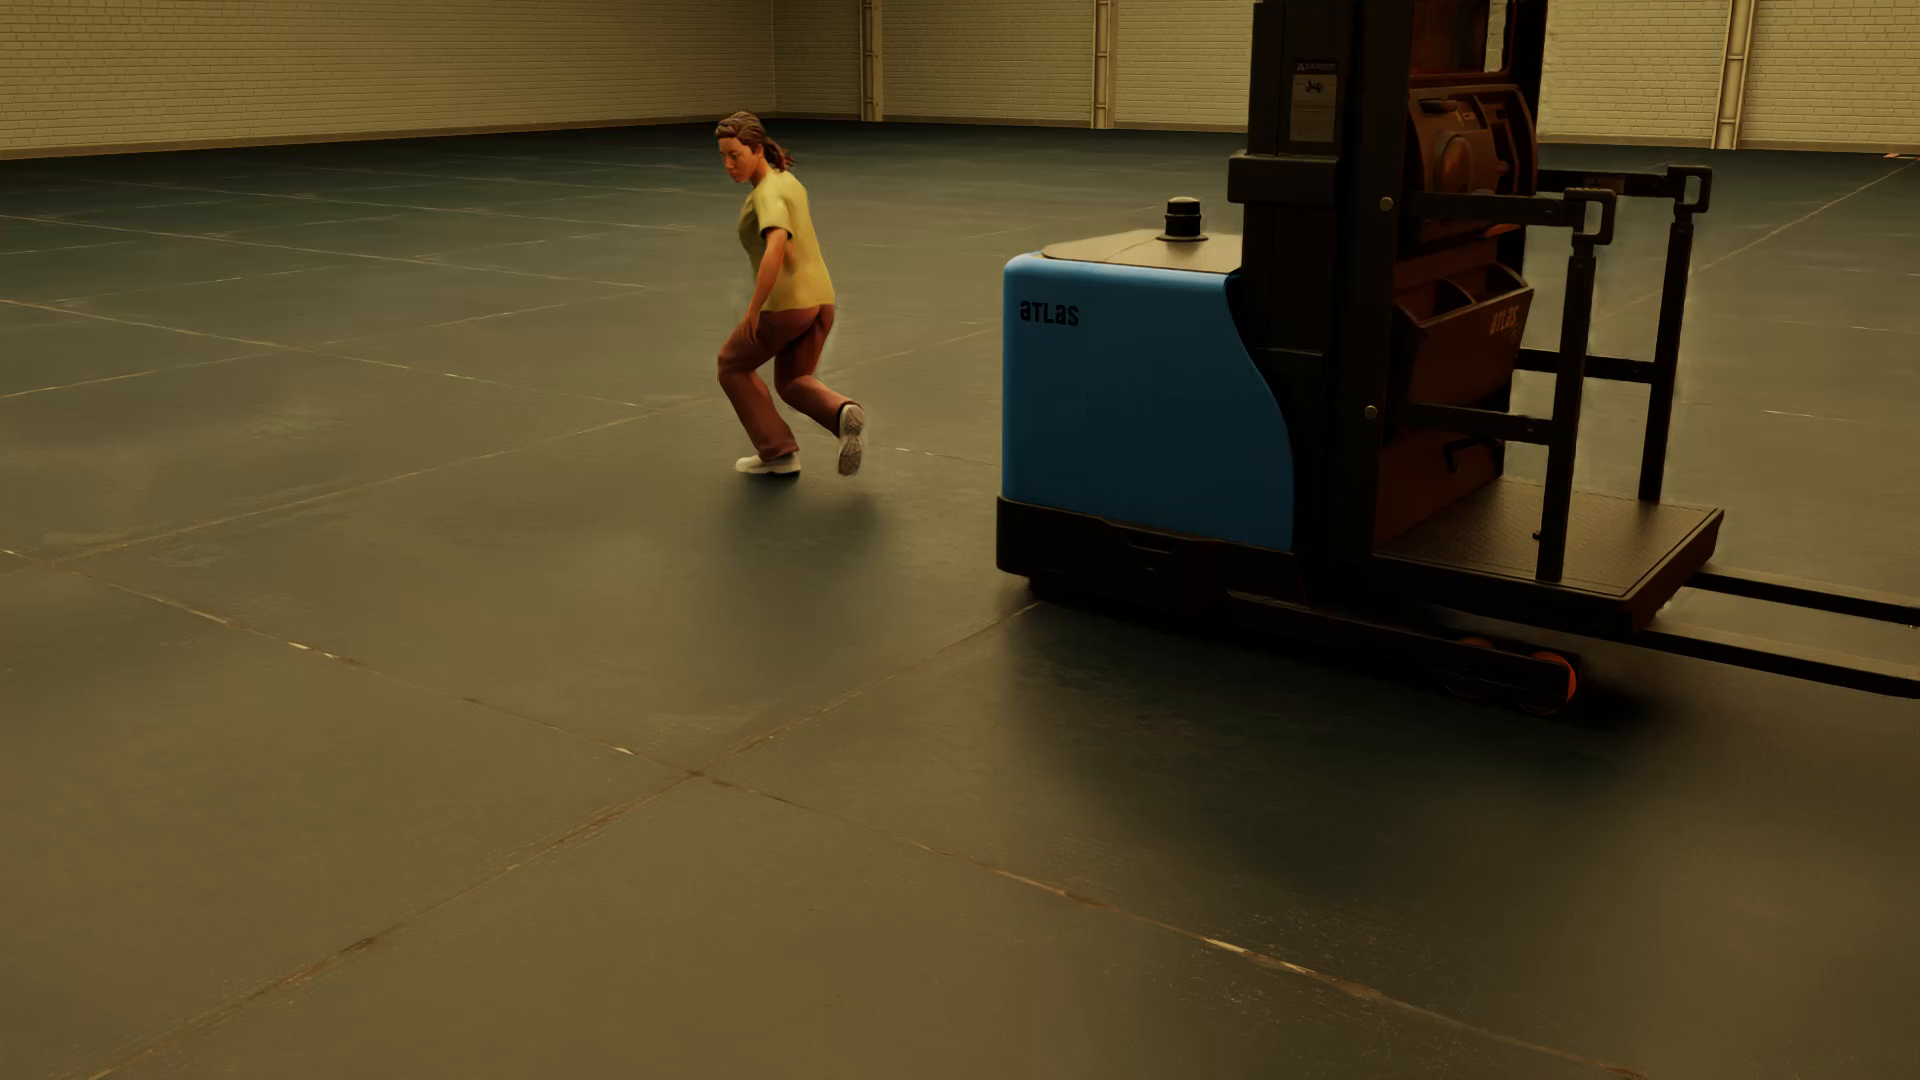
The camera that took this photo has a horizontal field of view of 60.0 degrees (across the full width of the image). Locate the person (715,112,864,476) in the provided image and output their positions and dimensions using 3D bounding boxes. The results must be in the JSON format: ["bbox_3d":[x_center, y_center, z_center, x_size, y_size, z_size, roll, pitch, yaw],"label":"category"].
[{"bbox_3d":[-0.702,-0.959,6.657,0.694,1.461,0.620,9,19,28],"label":"person"}]

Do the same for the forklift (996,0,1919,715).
[{"bbox_3d":[1.610,-1.113,4.555,3.031,2.935,1.130,12,20,34],"label":"forklift"}]
